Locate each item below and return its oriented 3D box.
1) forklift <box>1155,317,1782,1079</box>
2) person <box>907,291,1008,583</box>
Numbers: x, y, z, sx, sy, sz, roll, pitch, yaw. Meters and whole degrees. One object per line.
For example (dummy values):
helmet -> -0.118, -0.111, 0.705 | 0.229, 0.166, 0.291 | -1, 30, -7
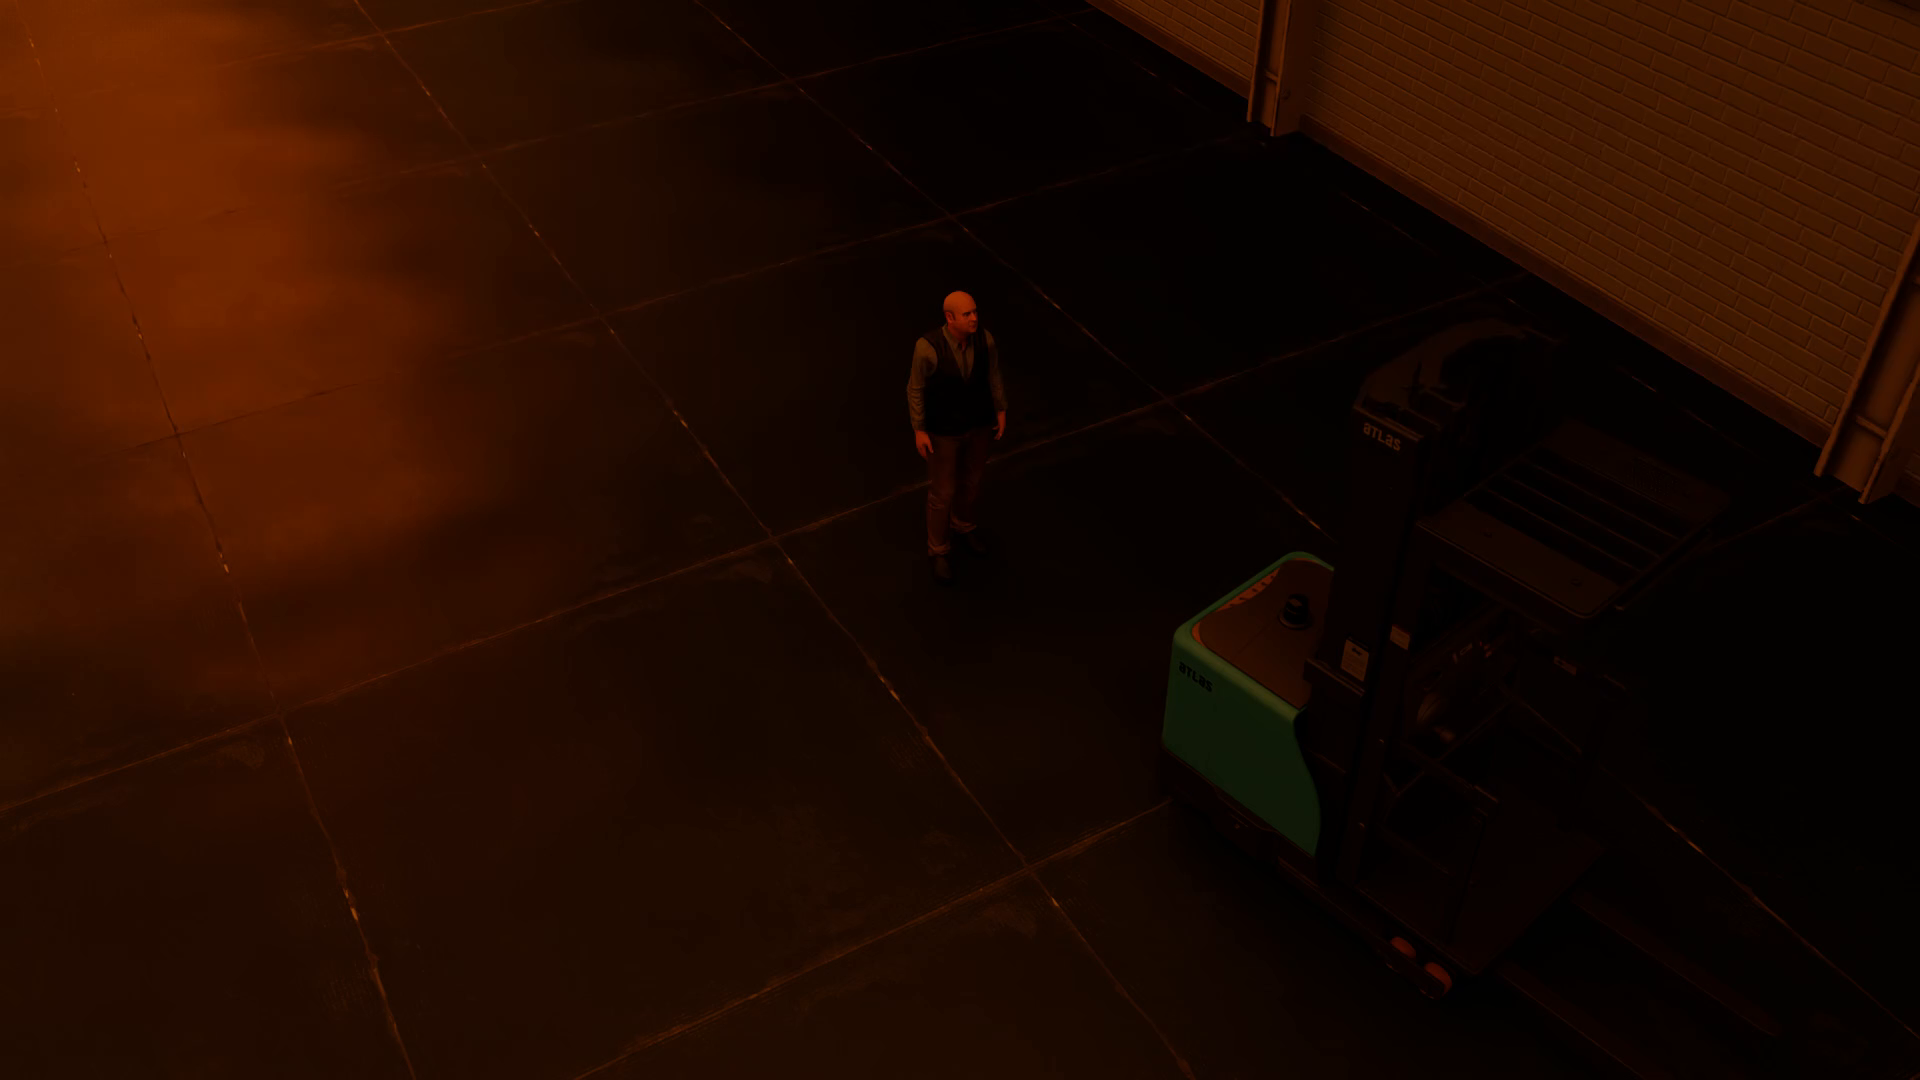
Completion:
forklift -> 2.387, 0.636, 7.270 | 1.130, 2.935, 3.031 | -30, 48, -31
person -> 0.024, -0.631, 9.733 | 0.632, 1.720, 0.568 | -20, 44, -23
